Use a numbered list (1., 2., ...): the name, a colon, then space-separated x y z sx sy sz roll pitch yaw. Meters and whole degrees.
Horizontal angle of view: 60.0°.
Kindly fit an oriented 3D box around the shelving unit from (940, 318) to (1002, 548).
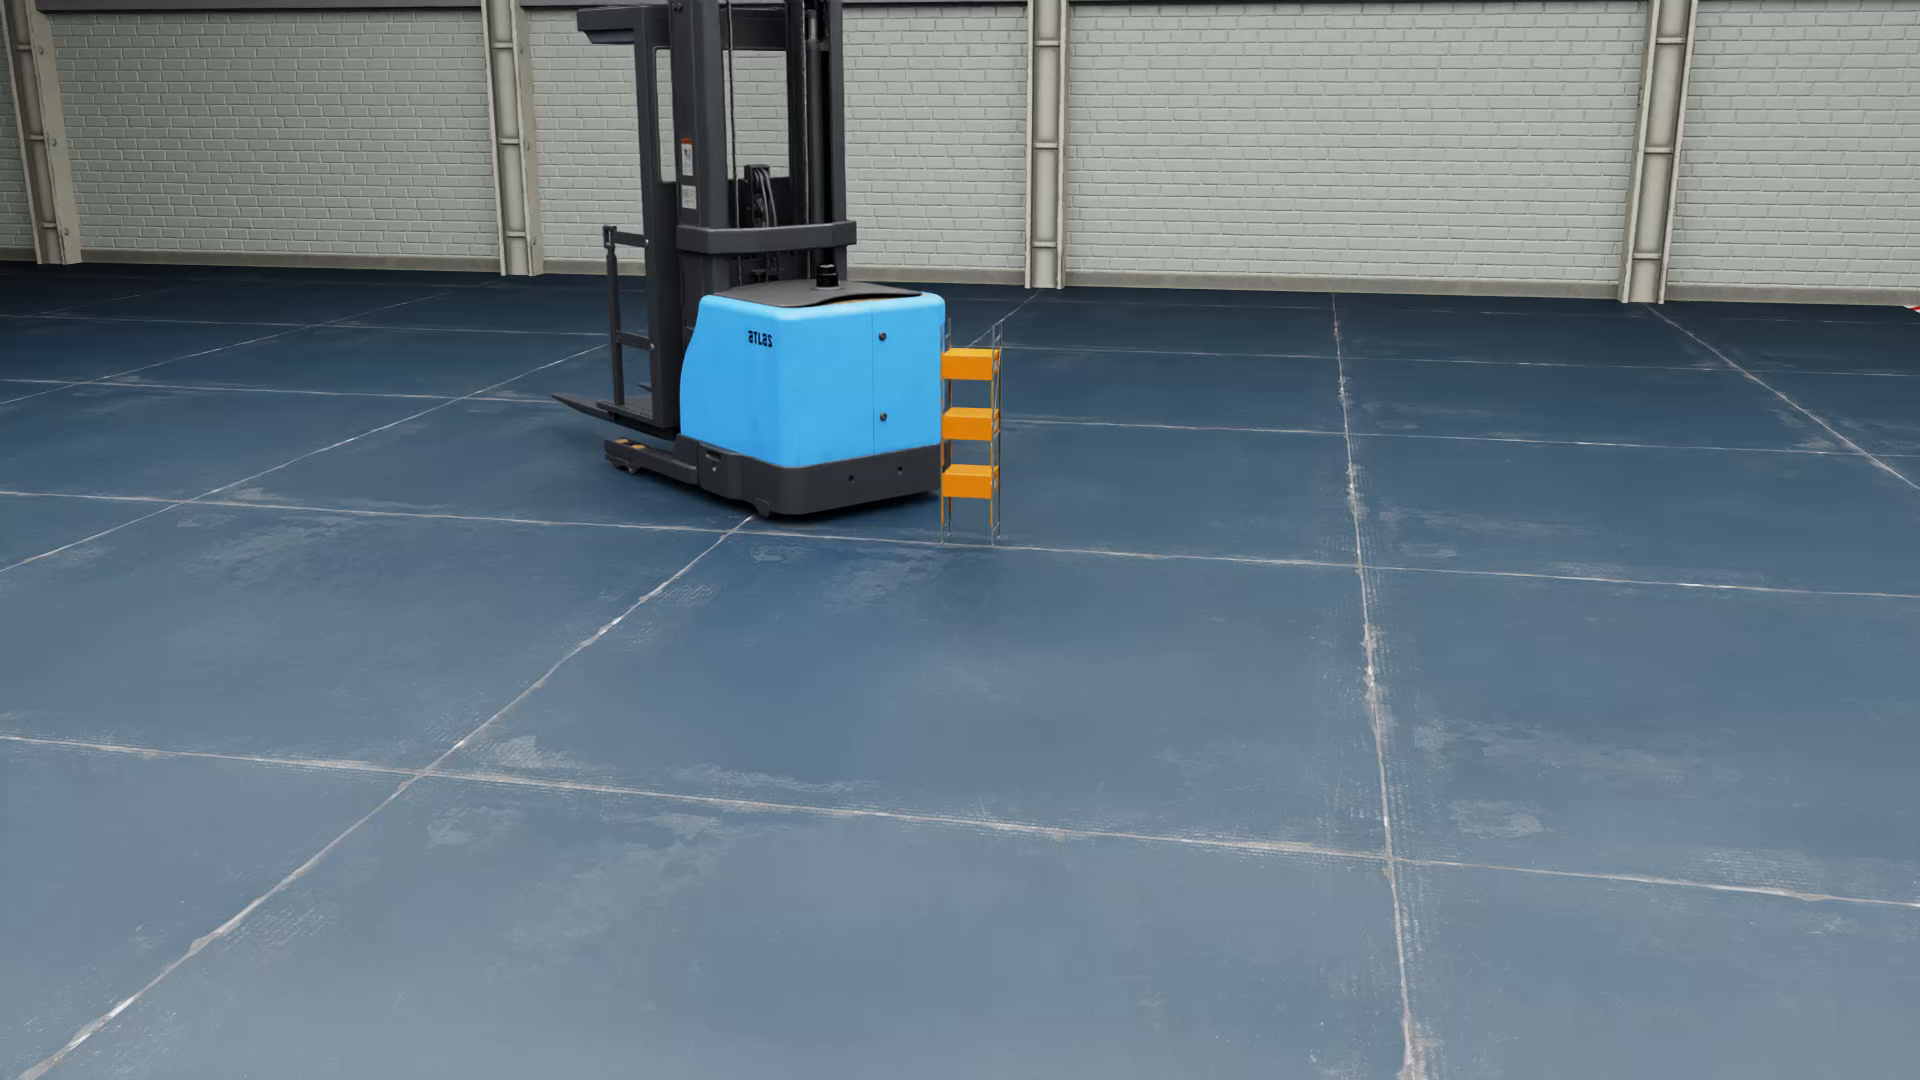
1. shelving unit: 0.052 -0.503 7.842 0.252 1.050 0.215 3 16 11

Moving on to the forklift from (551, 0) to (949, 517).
1. forklift: -1.372 -1.856 9.203 1.130 2.935 3.031 -12 20 -37

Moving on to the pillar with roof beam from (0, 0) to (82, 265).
1. pillar with roof beam: -11.707 -6.552 14.789 0.400 9.000 9.100 3 16 11

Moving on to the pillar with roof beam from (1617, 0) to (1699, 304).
1. pillar with roof beam: 5.932 -5.595 11.332 0.400 9.000 9.100 3 16 11

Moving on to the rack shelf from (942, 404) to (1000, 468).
1. rack shelf: 0.052 -0.493 7.844 0.240 0.259 0.215 3 16 11

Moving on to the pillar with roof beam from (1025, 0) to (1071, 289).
1. pillar with roof beam: 0.052 -5.914 12.484 0.400 9.000 9.100 3 16 11

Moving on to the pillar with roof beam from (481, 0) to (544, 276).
1. pillar with roof beam: -5.827 -6.233 13.637 0.400 9.000 9.100 3 16 11

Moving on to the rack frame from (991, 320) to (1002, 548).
1. rack frame: 0.172 -0.497 7.818 0.008 1.050 0.200 3 16 11

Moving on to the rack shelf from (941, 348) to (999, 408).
1. rack shelf: 0.052 -0.766 7.769 0.240 0.259 0.215 3 16 11

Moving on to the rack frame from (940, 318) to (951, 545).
1. rack frame: -0.067 -0.510 7.865 0.008 1.050 0.200 3 16 11

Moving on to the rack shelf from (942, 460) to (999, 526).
1. rack shelf: 0.052 -0.225 7.919 0.240 0.259 0.215 3 16 11
